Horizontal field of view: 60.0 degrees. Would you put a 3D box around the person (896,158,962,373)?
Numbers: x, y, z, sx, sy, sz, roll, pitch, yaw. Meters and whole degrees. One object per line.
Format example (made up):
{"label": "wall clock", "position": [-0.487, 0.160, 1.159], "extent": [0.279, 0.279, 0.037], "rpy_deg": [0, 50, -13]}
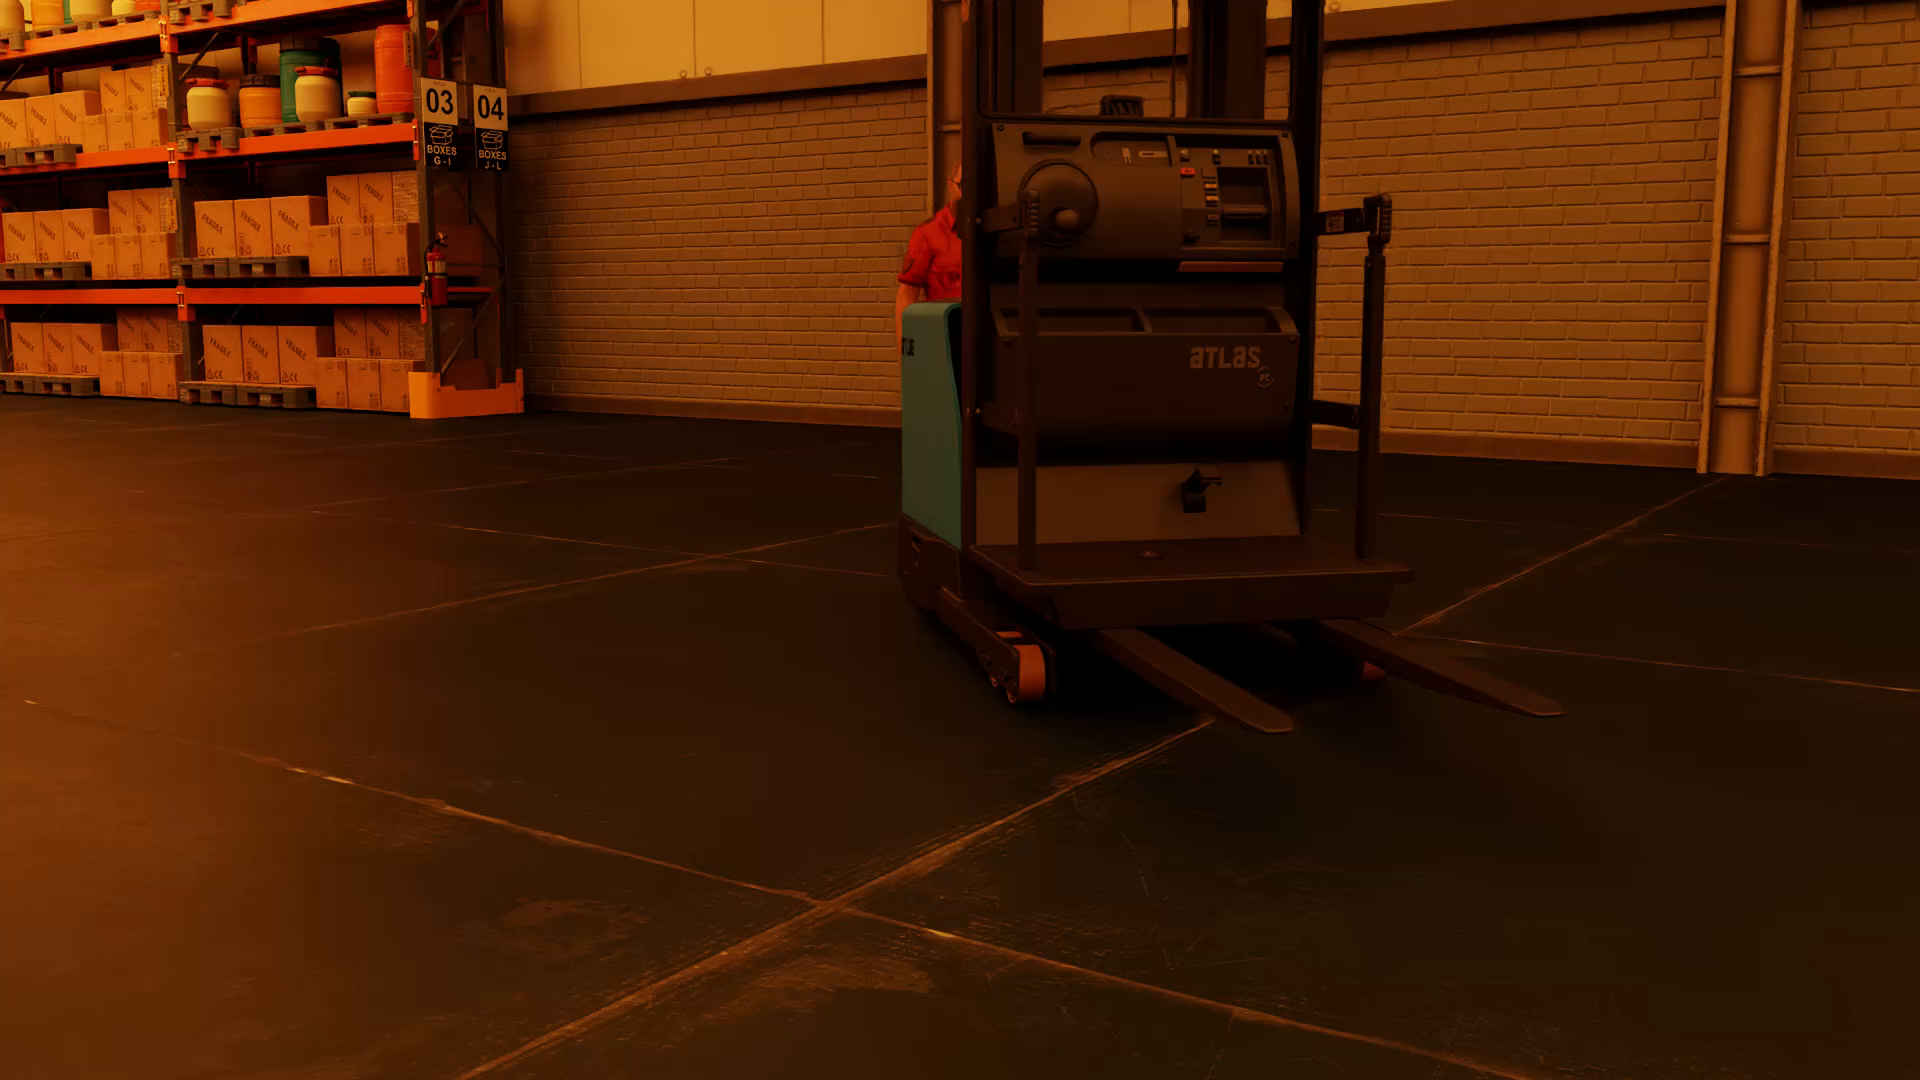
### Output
{"label": "person", "position": [0.040, -0.828, 7.374], "extent": [0.630, 1.710, 0.487], "rpy_deg": [-1, 8, -10]}

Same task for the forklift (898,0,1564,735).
{"label": "forklift", "position": [0.601, -1.065, 4.683], "extent": [1.130, 2.935, 3.031], "rpy_deg": [-2, 8, -13]}
